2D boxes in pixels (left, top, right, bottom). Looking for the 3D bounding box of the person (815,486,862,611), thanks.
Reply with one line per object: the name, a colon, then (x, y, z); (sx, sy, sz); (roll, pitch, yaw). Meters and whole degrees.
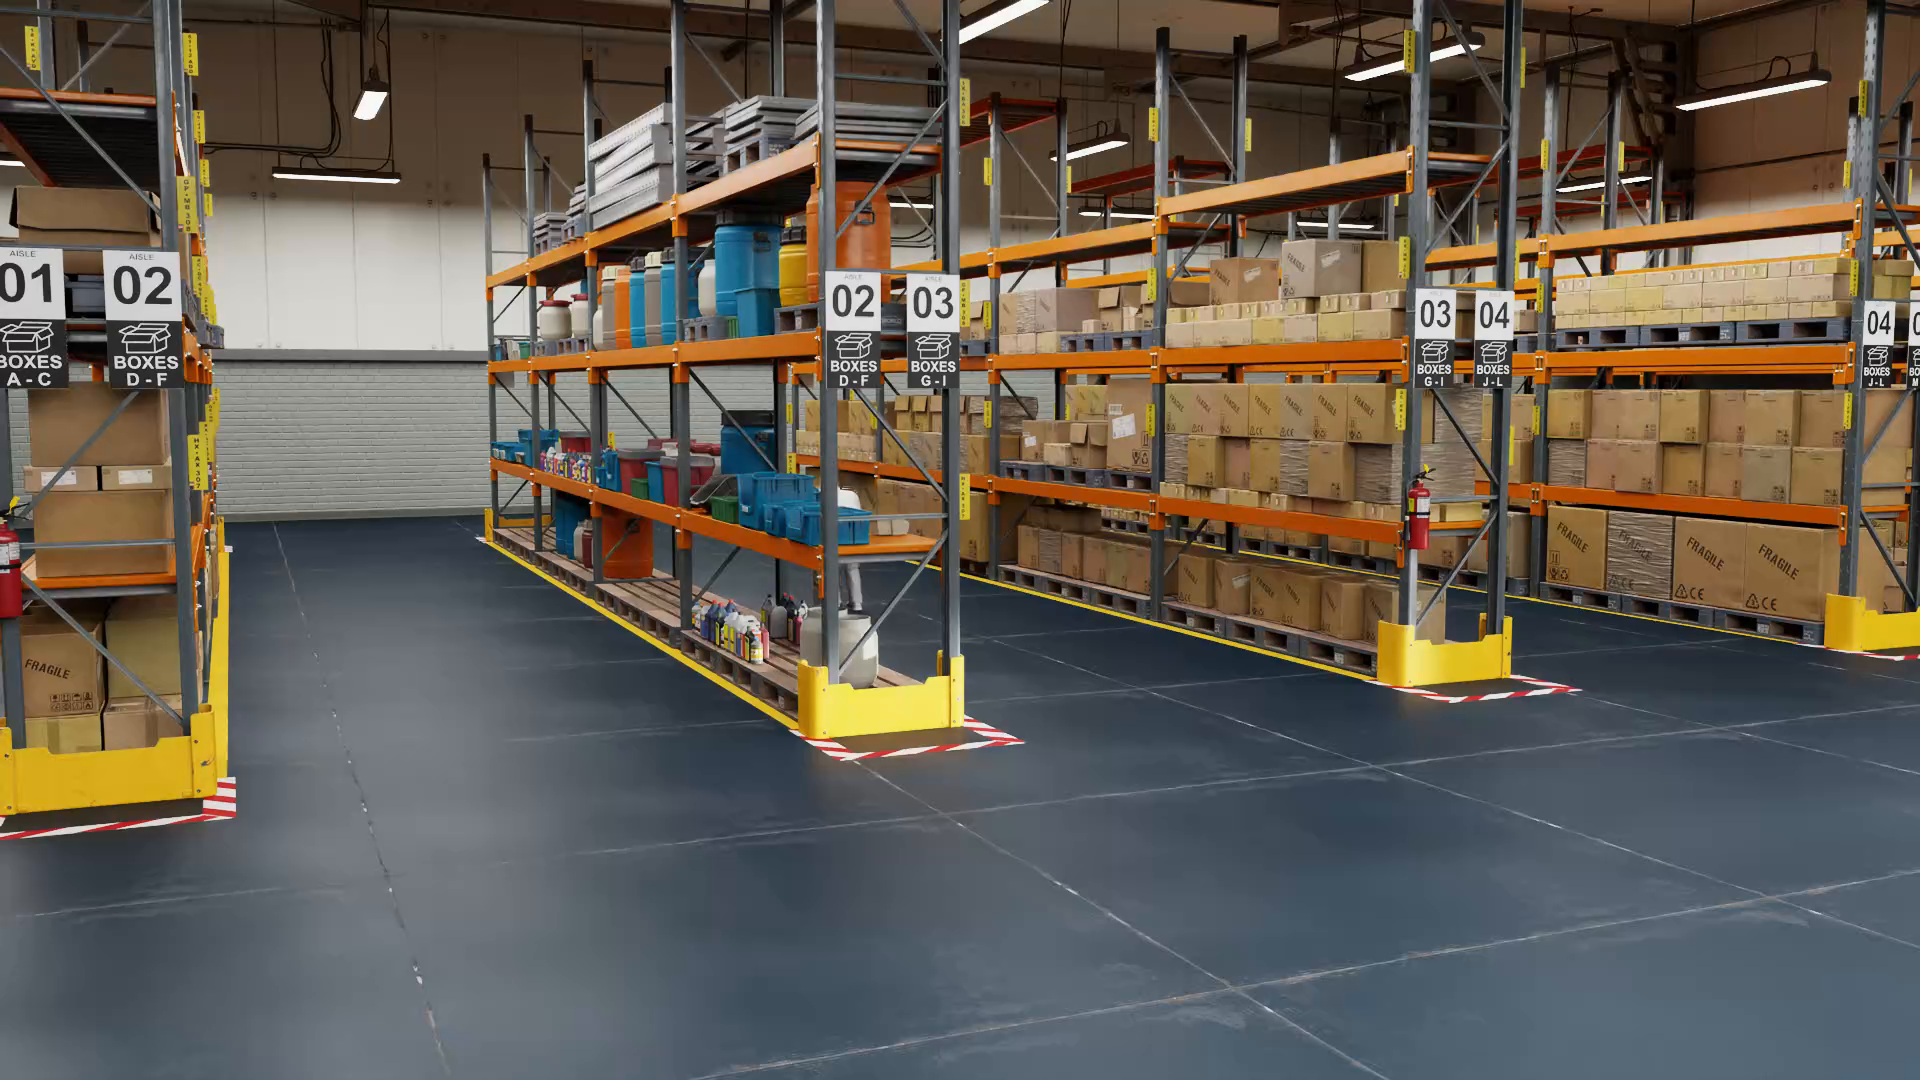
person: (-1.322, 0.042, 18.034); (0.622, 1.454, 0.690); (-2, 6, -24)
